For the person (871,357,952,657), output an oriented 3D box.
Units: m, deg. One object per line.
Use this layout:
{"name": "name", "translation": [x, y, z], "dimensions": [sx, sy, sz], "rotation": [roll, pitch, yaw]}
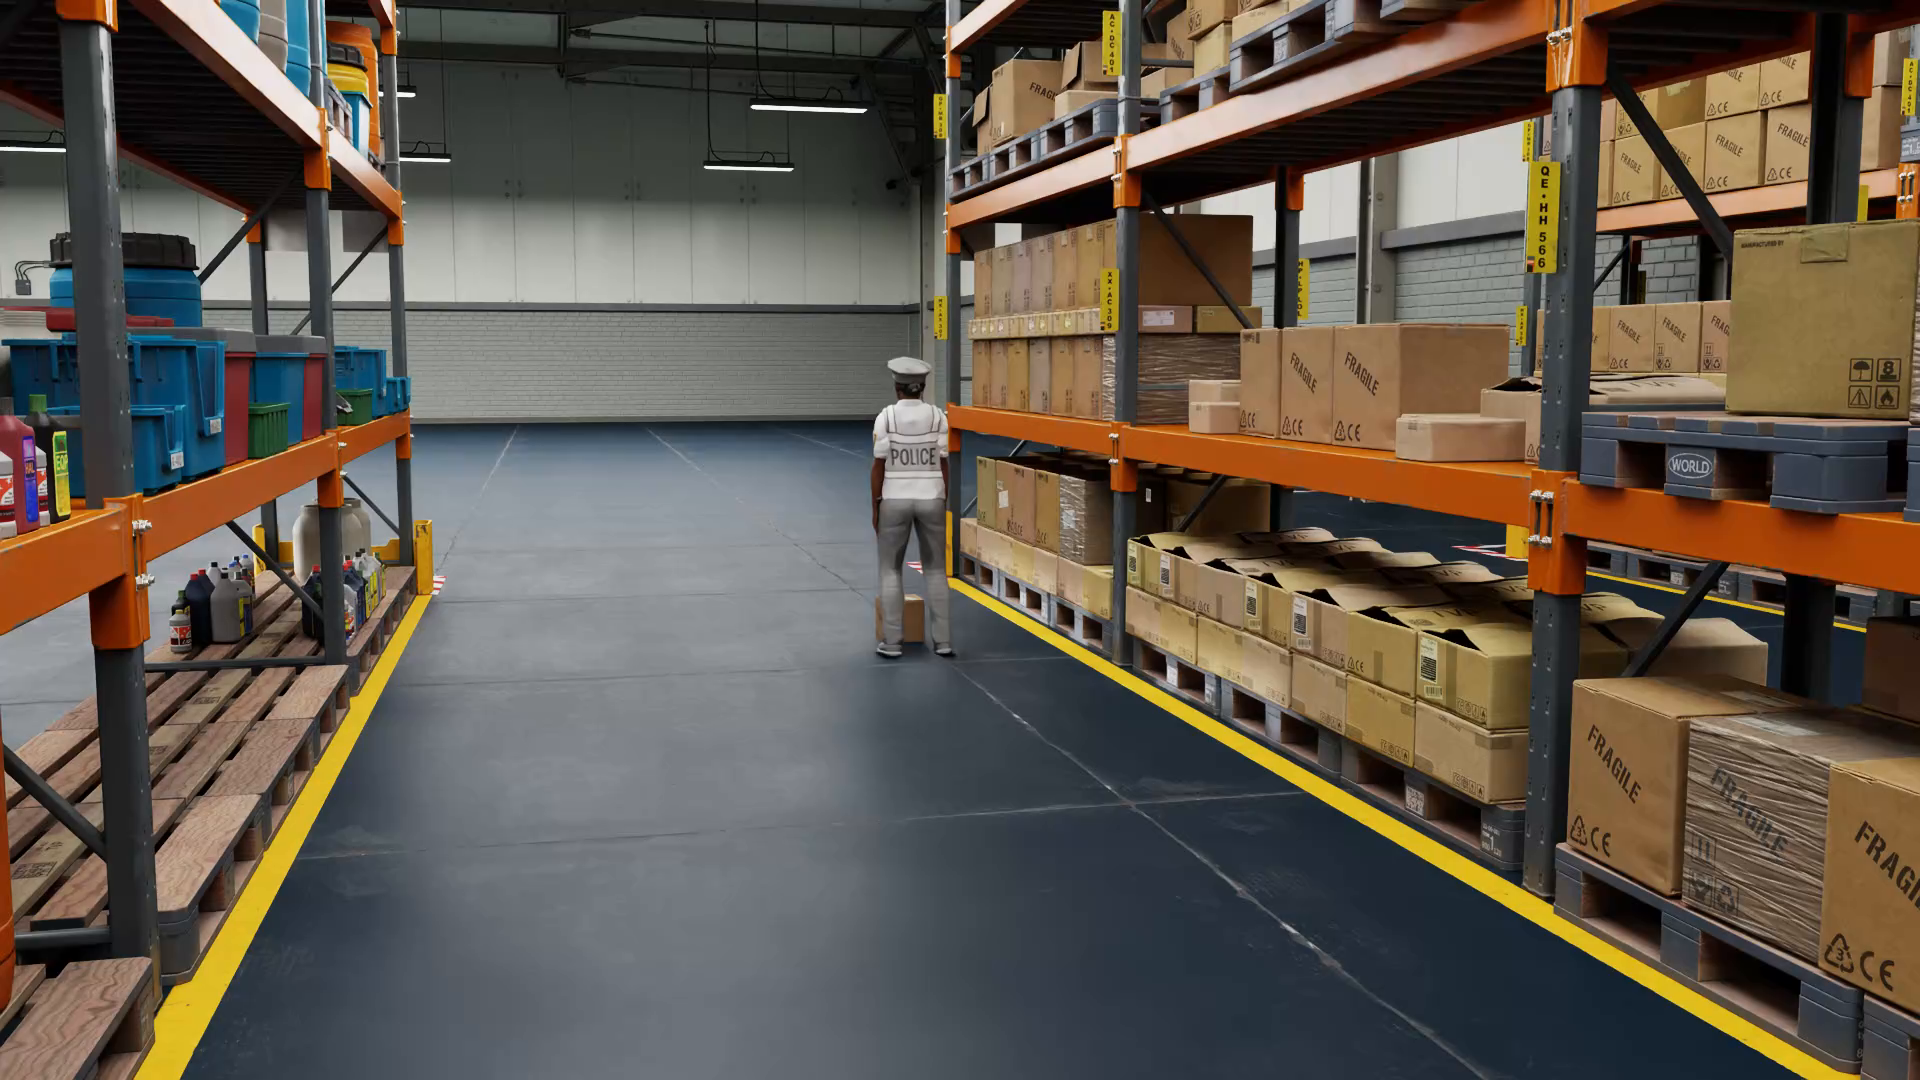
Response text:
{"name": "person", "translation": [-0.269, -0.178, 9.339], "dimensions": [0.475, 1.696, 0.340], "rotation": [-1, 6, -13]}
